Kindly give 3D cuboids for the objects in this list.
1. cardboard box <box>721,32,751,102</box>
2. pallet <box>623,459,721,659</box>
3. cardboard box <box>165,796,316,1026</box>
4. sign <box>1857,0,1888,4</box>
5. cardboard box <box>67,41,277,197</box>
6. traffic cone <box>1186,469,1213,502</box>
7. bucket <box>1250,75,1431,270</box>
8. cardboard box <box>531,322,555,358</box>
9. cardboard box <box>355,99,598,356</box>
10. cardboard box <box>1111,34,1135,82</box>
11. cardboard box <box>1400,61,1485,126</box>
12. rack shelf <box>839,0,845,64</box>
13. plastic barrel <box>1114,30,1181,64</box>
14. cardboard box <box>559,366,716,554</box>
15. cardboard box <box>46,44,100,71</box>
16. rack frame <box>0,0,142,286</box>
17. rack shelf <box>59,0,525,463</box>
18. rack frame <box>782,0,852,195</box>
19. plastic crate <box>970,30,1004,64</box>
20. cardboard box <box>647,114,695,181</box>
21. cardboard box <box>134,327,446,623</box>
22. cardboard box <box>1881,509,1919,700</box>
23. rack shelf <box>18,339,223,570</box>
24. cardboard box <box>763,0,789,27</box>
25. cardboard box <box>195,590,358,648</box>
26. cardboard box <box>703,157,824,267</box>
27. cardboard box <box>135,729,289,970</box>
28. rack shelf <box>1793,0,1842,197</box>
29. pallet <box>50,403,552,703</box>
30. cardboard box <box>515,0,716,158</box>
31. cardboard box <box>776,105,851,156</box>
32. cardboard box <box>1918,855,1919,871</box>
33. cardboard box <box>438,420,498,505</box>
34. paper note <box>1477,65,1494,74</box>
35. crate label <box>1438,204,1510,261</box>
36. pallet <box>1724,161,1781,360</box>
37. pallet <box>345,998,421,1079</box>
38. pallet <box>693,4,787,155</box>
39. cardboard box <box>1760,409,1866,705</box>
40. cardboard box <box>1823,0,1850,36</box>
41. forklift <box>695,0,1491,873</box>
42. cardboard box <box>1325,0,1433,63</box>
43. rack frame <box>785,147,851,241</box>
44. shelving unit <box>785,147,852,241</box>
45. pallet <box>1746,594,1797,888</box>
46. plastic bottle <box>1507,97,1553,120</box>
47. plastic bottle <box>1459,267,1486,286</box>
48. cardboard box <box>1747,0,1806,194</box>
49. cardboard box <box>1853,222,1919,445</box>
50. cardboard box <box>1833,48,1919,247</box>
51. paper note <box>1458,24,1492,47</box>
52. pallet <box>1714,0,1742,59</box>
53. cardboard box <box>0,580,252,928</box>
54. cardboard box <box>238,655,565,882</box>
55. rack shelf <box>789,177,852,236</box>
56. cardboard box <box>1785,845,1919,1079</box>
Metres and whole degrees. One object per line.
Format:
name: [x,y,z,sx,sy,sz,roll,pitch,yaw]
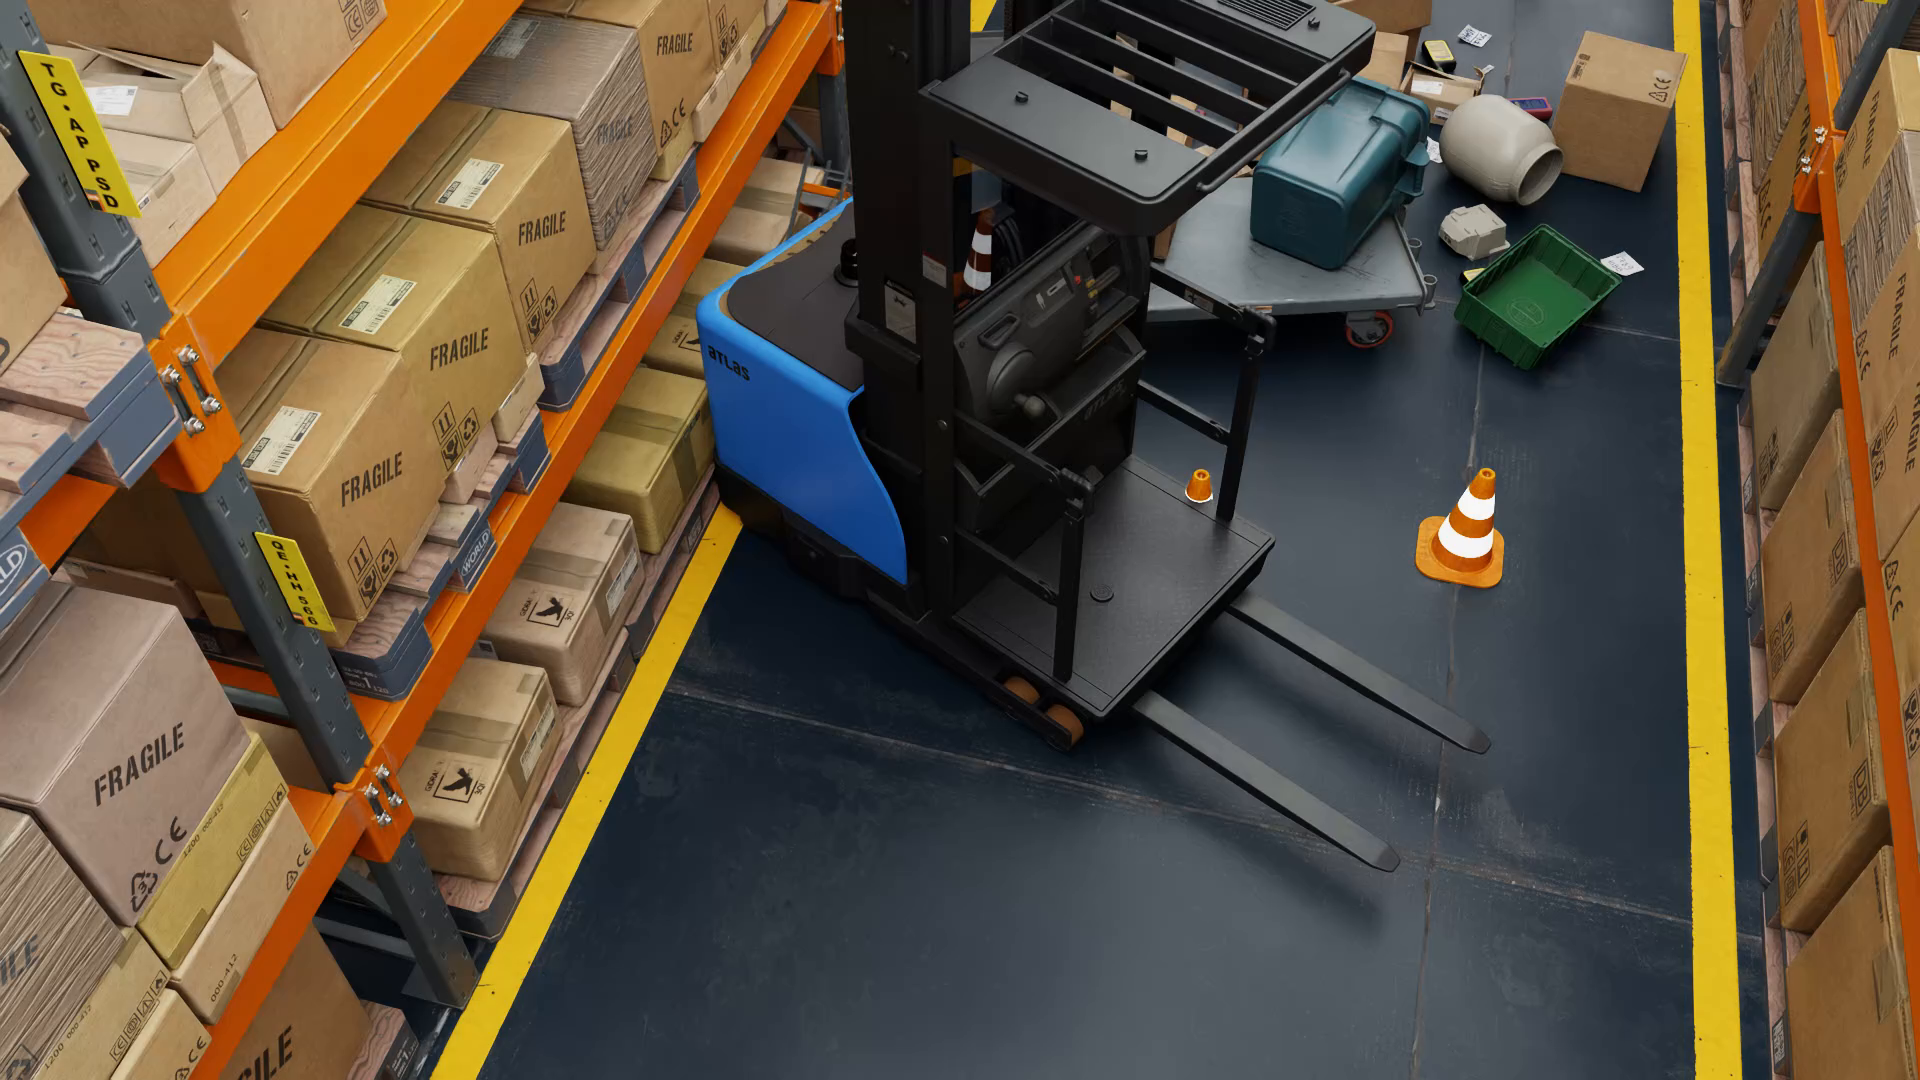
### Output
cardboard box: [-0.992,-1.765,6.114,0.380,0.149,0.250,11,49,9]
pallet: [-1.526,-0.146,6.657,1.003,0.211,1.213,12,50,10]
cardboard box: [-1.939,0.843,4.024,0.500,0.250,0.500,10,49,9]
sign: [3.263,-2.034,5.834,0.100,0.325,0.005,12,50,10]
cardboard box: [-1.742,-0.951,3.596,0.396,0.266,0.258,12,50,10]
traffic cone: [0.910,-0.097,6.446,0.336,0.463,0.334,12,50,10]
bucket: [1.611,-1.587,7.238,0.726,0.611,0.620,28,64,22]
cardboard box: [-1.487,-0.649,5.129,0.380,0.149,0.250,14,50,12]
cardboard box: [-1.451,-0.938,4.951,0.500,0.500,0.500,12,50,11]
cardboard box: [0.592,-2.197,8.273,0.500,0.500,0.500,-27,54,-22]
cardboard box: [2.475,-2.315,8.535,0.396,0.266,0.258,19,51,16]
rack shelf: [-0.477,-3.726,8.436,1.077,0.370,4.000,12,50,10]
plastic barrel: [0.967,-2.765,8.827,0.421,0.421,0.512,-27,54,-22]
cardboard box: [-1.506,-0.383,6.479,0.950,0.372,0.625,13,50,11]
cardboard box: [-2.118,-0.984,3.704,0.380,0.149,0.250,12,50,10]
rack frame: [-2.056,-1.609,2.087,1.000,3.000,0.127,12,50,10]
rack shelf: [-1.529,-1.825,4.758,1.077,0.370,4.000,12,50,10]
rack frame: [-1.003,-2.517,6.890,1.000,3.000,0.127,12,50,10]
plastic crate: [0.201,-2.525,8.844,0.402,0.080,0.583,-4,49,-3]
cardboard box: [-1.155,-1.411,5.801,0.380,0.149,0.250,12,50,10]
cardboard box: [-1.714,-0.174,4.277,0.500,0.500,0.500,10,49,9]
cardboard box: [2.870,0.146,4.473,0.500,0.500,0.500,11,49,9]
rack shelf: [-2.582,1.068,2.205,1.077,0.370,4.000,12,50,10]
cardboard box: [-0.872,-2.146,6.450,0.380,0.149,0.250,12,50,11]
cardboard box: [-1.791,0.122,4.448,0.380,0.149,0.250,9,49,8]
cardboard box: [-1.139,-1.407,7.382,0.950,0.372,0.625,12,50,11]
cardboard box: [-1.938,0.661,3.852,0.500,0.250,0.500,11,50,10]
rack shelf: [4.325,-2.822,7.639,1.077,0.370,4.000,12,50,10]
pallet: [-1.971,-0.097,4.882,1.213,0.211,1.003,12,50,10]
cardboard box: [-1.174,-1.677,5.603,0.500,0.500,0.500,13,50,11]
cardboard box: [-0.587,-2.120,8.093,0.500,0.250,0.500,10,49,8]
cardboard box: [2.606,0.868,3.835,0.500,0.500,0.500,12,50,10]
cardboard box: [-1.568,-0.265,4.789,0.380,0.149,0.250,9,49,8]
paper note: [2.804,-2.505,8.873,0.123,0.001,0.032,-37,58,-28]
crate label: [2.429,-1.466,7.871,0.298,0.136,0.250,-19,51,-16]
pallet: [4.075,-1.225,7.609,1.003,0.211,1.213,12,50,10]
pallet: [-2.336,1.854,4.892,1.003,0.211,1.213,12,50,10]
pallet: [-1.345,-1.930,6.499,1.003,0.211,1.213,12,50,10]
cardboard box: [3.465,0.156,5.751,1.050,0.750,0.750,12,50,10]
cardboard box: [4.007,-2.335,6.629,0.875,0.550,0.550,12,50,10]
forklift: [0.473,-0.666,5.302,3.031,2.935,1.130,33,56,25]
cardboard box: [2.030,-2.814,8.817,0.797,0.503,0.637,-19,51,-16]
rack frame: [-0.657,-1.080,6.843,0.200,0.008,1.050,15,94,14]
shelving unit: [-0.626,-1.081,6.960,0.215,0.252,1.050,15,94,14]
pallet: [3.349,0.768,5.851,1.003,0.211,1.213,12,50,10]
plastic bottle: [2.900,-2.224,8.591,0.283,0.061,0.133,-4,49,-3]
plastic bottle: [2.416,-1.139,7.633,0.133,0.061,0.283,-11,50,-10]
cardboard box: [4.266,-2.143,7.697,0.875,0.875,0.875,12,50,10]
cardboard box: [3.135,-0.593,5.125,0.500,0.500,0.500,11,50,10]
cardboard box: [3.401,-1.319,5.766,0.500,0.500,0.500,12,50,10]
paper note: [2.812,-2.755,9.081,0.144,0.017,0.142,28,54,22]
pallet: [4.717,-2.990,9.167,1.003,0.211,1.213,12,50,10]
cardboard box: [-1.940,0.438,3.548,0.500,0.500,0.500,10,49,9]
cardboard box: [-1.898,0.700,5.523,0.950,0.372,0.625,9,49,7]
rack shelf: [-0.560,-1.345,6.941,0.215,0.240,0.259,15,94,14]
cardboard box: [2.993,1.463,4.598,1.050,0.750,0.750,11,49,10]
